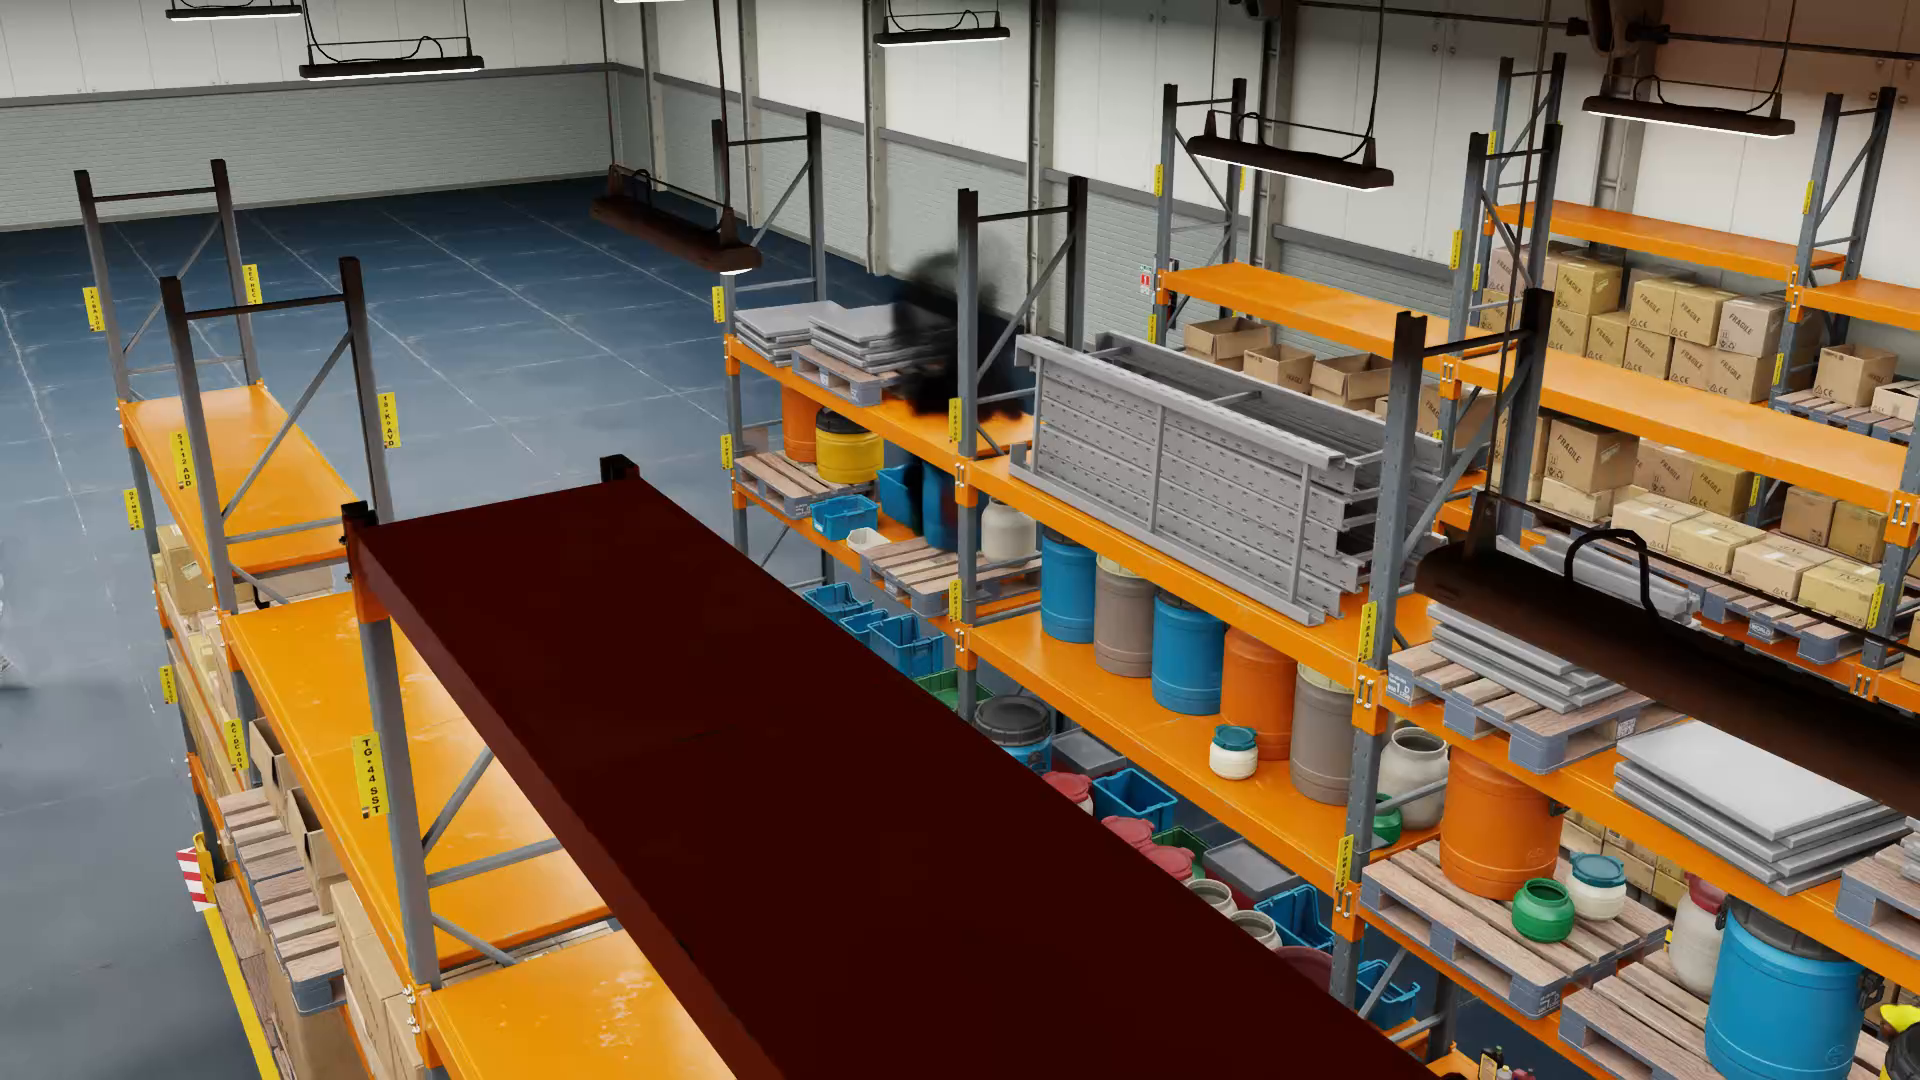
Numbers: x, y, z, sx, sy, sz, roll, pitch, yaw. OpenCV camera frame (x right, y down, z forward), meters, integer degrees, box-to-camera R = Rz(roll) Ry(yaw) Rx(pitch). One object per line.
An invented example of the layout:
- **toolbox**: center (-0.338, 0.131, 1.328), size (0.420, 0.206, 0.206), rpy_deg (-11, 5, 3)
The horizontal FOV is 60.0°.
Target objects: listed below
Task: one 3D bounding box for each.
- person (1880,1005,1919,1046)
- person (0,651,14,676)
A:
- **person**: center (5.637, 3.591, 10.134), size (0.699, 1.757, 0.850), rpy_deg (-18, 28, -38)
- **person**: center (-10.438, 0.755, 17.219), size (0.896, 1.707, 0.574), rpy_deg (-2, 22, -6)
